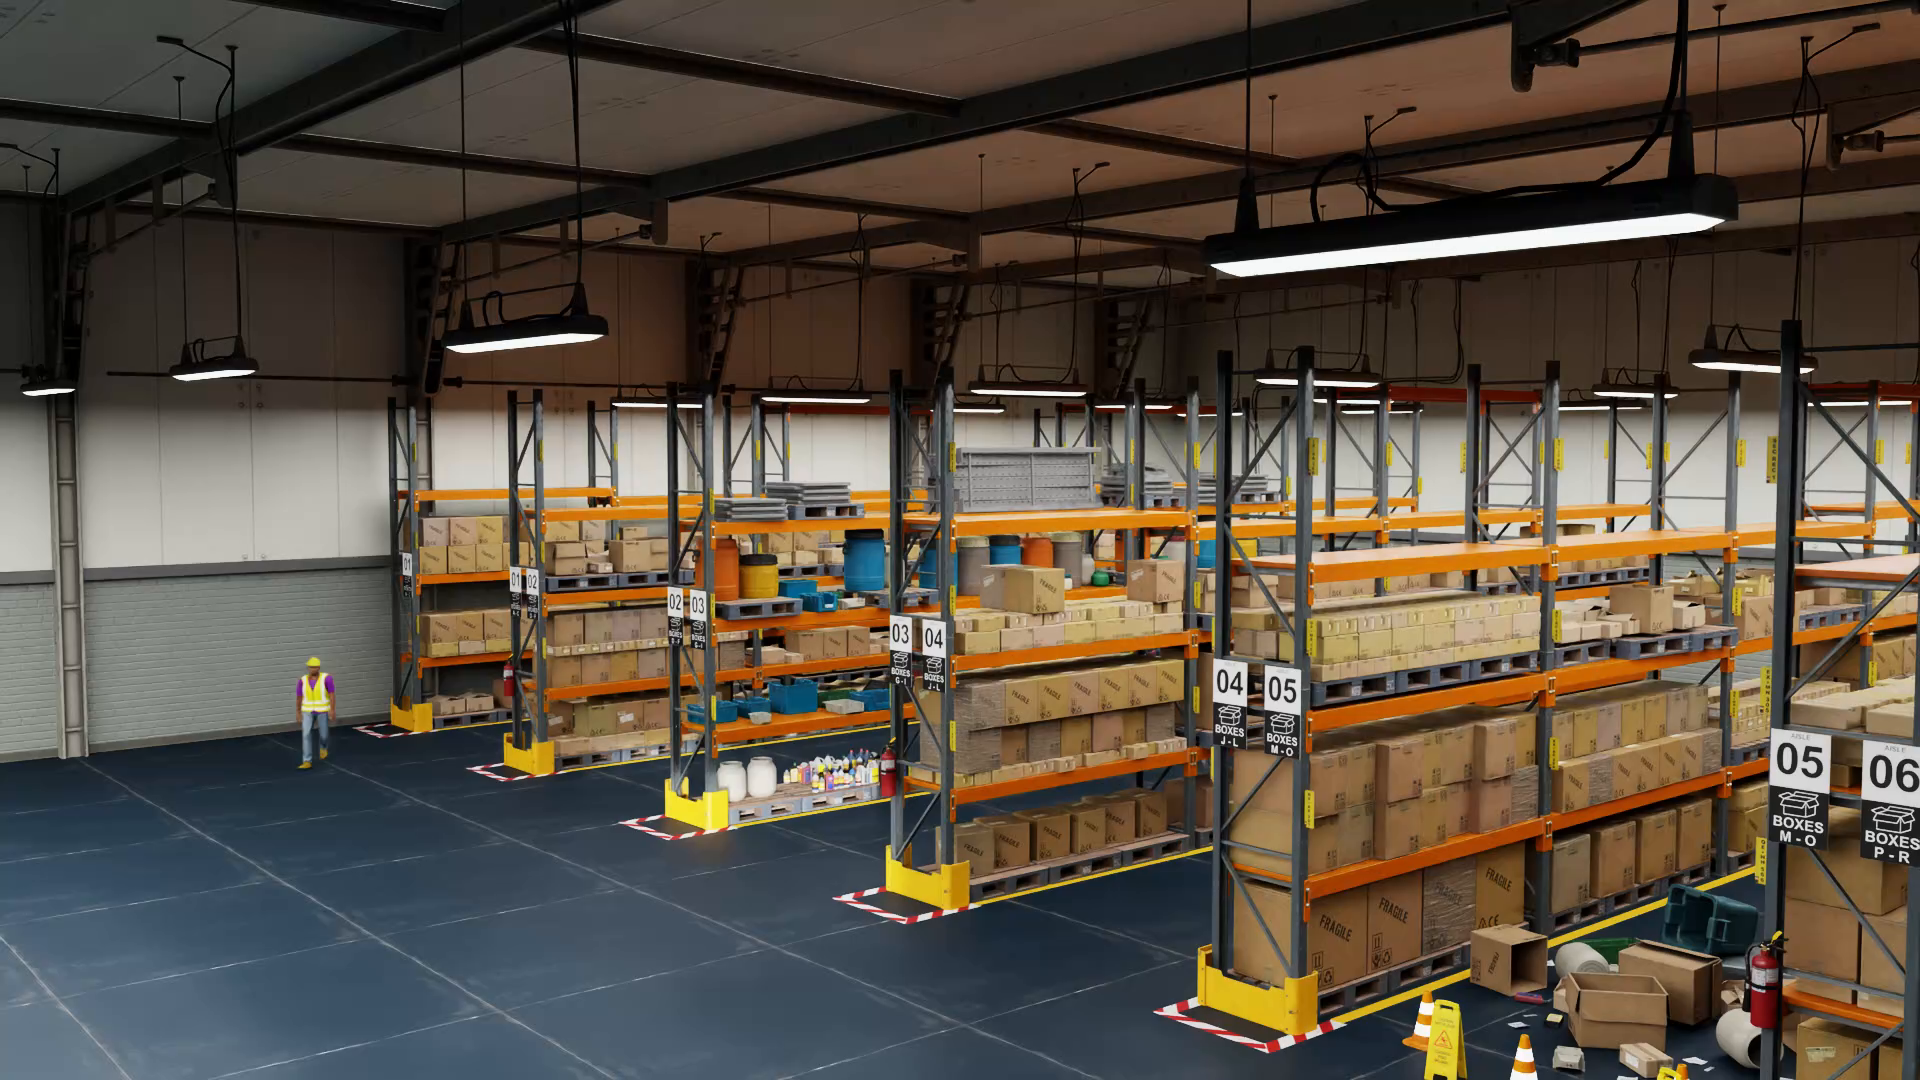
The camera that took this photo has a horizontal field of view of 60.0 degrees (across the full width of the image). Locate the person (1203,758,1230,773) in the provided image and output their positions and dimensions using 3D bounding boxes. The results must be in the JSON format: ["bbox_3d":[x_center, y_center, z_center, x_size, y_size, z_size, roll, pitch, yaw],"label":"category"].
[{"bbox_3d":[3.801,2.914,24.533,0.582,1.654,0.550,-2,4,-28],"label":"person"}]

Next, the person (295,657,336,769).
[{"bbox_3d":[-10.307,2.738,26.593,0.628,1.741,0.891,-1,3,-11],"label":"person"}]
